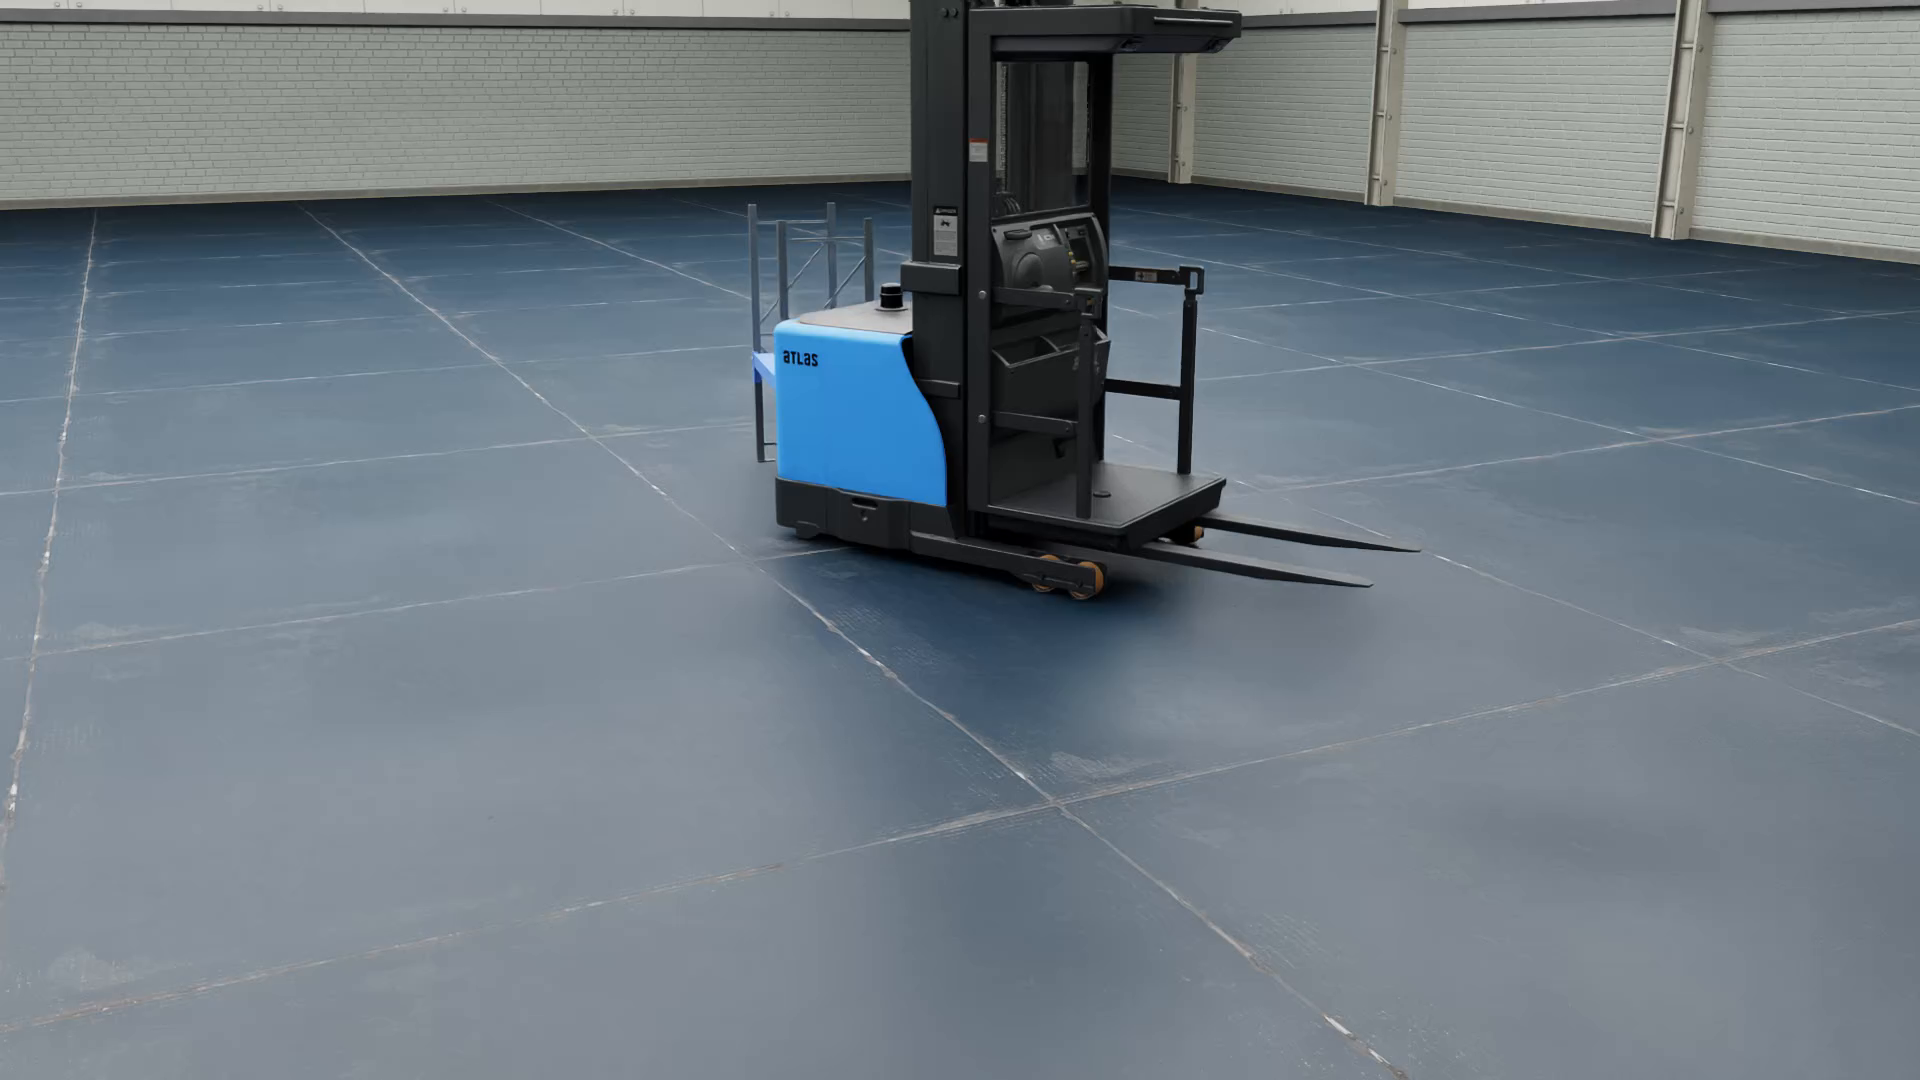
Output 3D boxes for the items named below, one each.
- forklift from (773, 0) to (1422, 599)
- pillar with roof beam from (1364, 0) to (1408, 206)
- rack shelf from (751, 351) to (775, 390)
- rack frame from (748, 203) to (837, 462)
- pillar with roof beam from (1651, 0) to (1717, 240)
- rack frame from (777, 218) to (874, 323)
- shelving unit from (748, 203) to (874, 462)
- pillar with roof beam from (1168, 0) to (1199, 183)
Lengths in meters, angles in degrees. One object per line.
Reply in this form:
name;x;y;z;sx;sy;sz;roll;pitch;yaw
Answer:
forklift;0.592;-1.313;7.512;3.031;2.935;1.130;10;19;32
pillar with roof beam;3.106;-9.380;24.623;9.100;9.000;0.400;-8;18;-25
rack shelf;-0.830;-0.896;9.307;0.538;0.185;1.000;-4;17;-15
rack frame;-0.963;-1.204;9.729;0.500;1.500;0.032;-4;17;-15
pillar with roof beam;5.735;-7.892;19.439;9.100;9.000;0.400;-8;18;-25
rack frame;-0.696;-0.934;8.786;0.500;1.500;0.032;-4;17;-15
shelving unit;-0.830;-1.069;9.257;0.538;1.500;1.048;-4;17;-15
pillar with roof beam;0.478;-10.868;29.808;9.100;9.000;0.400;-8;18;-25
